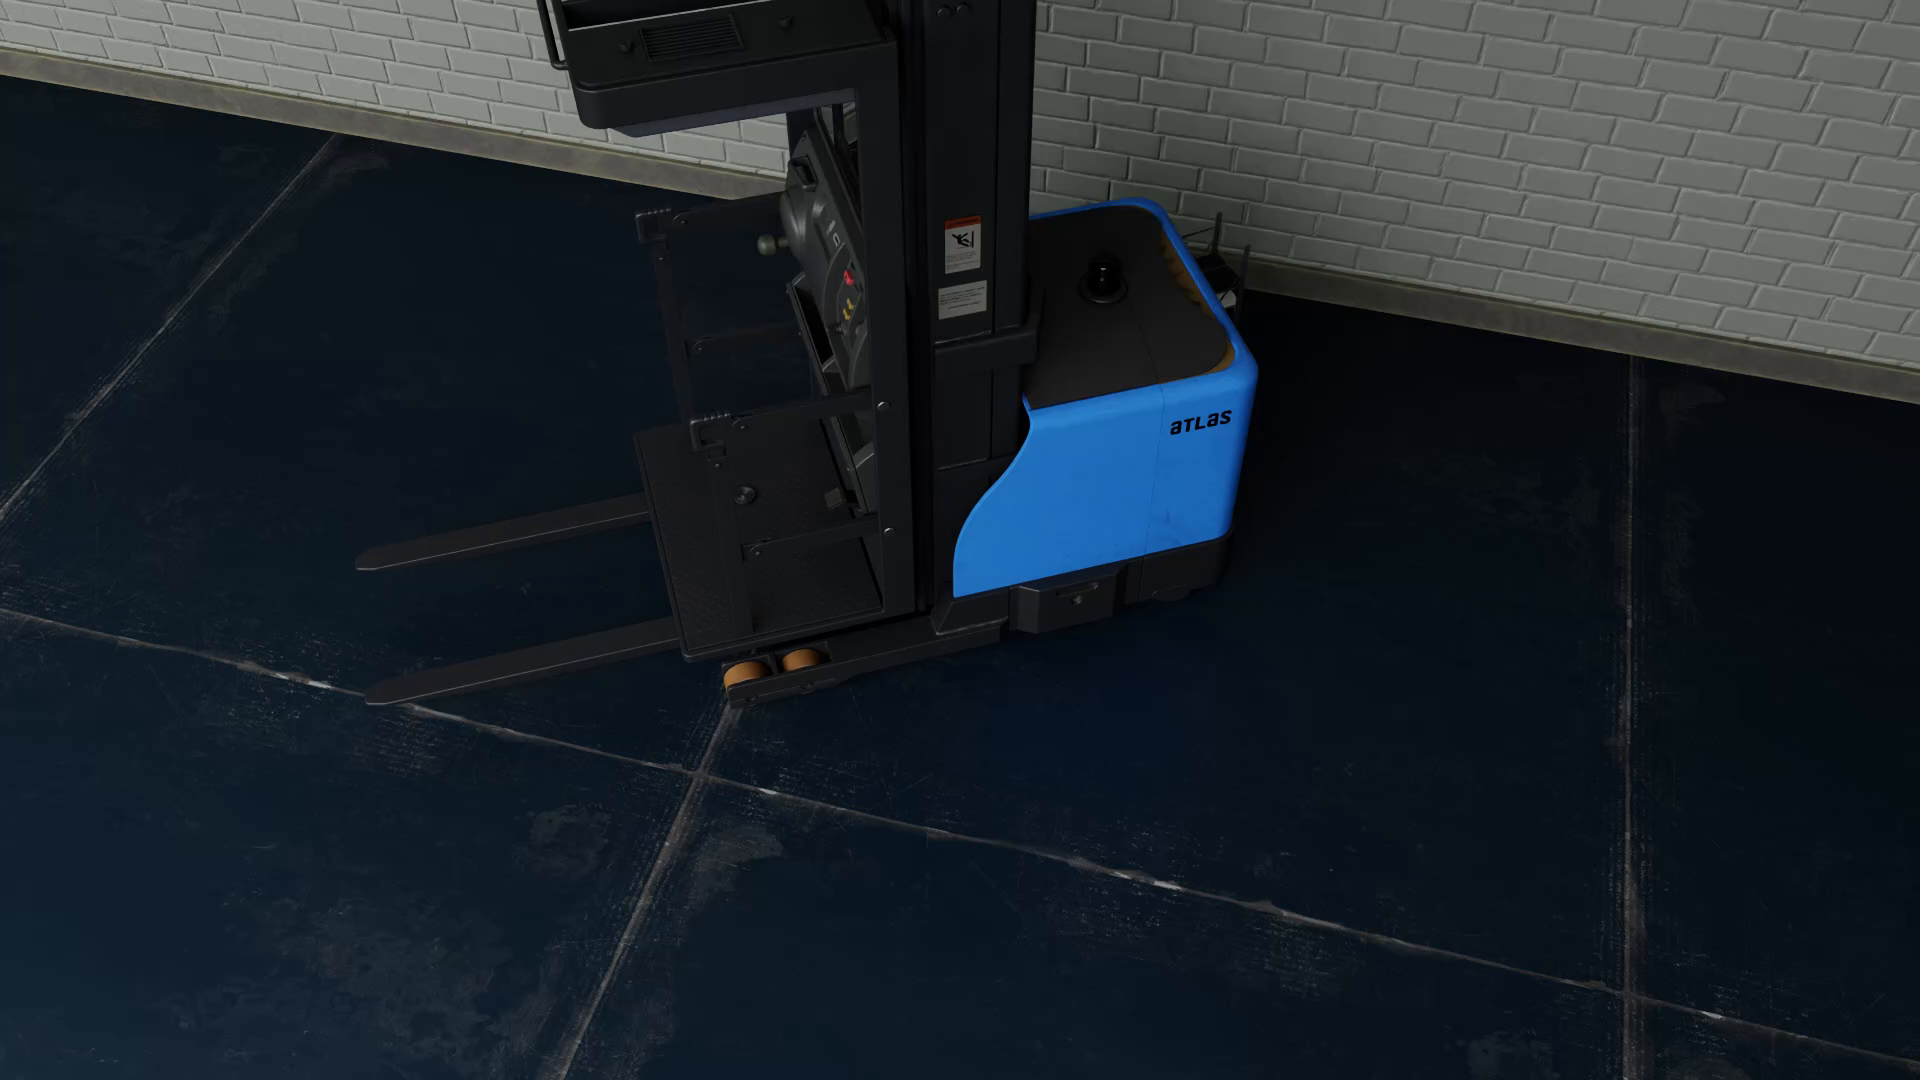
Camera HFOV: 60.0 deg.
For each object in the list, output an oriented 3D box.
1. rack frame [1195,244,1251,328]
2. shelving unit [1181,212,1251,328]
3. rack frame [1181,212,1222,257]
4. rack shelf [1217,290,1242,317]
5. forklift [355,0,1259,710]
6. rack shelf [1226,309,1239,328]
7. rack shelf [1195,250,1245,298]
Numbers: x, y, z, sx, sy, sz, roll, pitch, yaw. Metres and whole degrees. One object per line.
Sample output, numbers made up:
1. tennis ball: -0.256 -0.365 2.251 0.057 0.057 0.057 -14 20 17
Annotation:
1. rack frame: 0.937 -0.730 6.294 0.240 0.900 0.006 -19 51 -16
2. shelving unit: 0.895 -0.800 6.356 0.258 0.900 0.210 -19 51 -16
3. rack frame: 0.854 -0.870 6.417 0.240 0.900 0.006 -19 51 -16
4. rack shelf: 0.895 -0.897 6.246 0.258 0.077 0.200 -19 51 -16
5. forklift: -0.598 -0.839 5.036 3.031 2.935 1.130 -12 50 -11
6. rack shelf: 0.895 -0.837 6.313 0.258 0.077 0.200 -19 51 -16
7. rack shelf: 0.895 -0.957 6.178 0.258 0.077 0.200 -19 51 -16
